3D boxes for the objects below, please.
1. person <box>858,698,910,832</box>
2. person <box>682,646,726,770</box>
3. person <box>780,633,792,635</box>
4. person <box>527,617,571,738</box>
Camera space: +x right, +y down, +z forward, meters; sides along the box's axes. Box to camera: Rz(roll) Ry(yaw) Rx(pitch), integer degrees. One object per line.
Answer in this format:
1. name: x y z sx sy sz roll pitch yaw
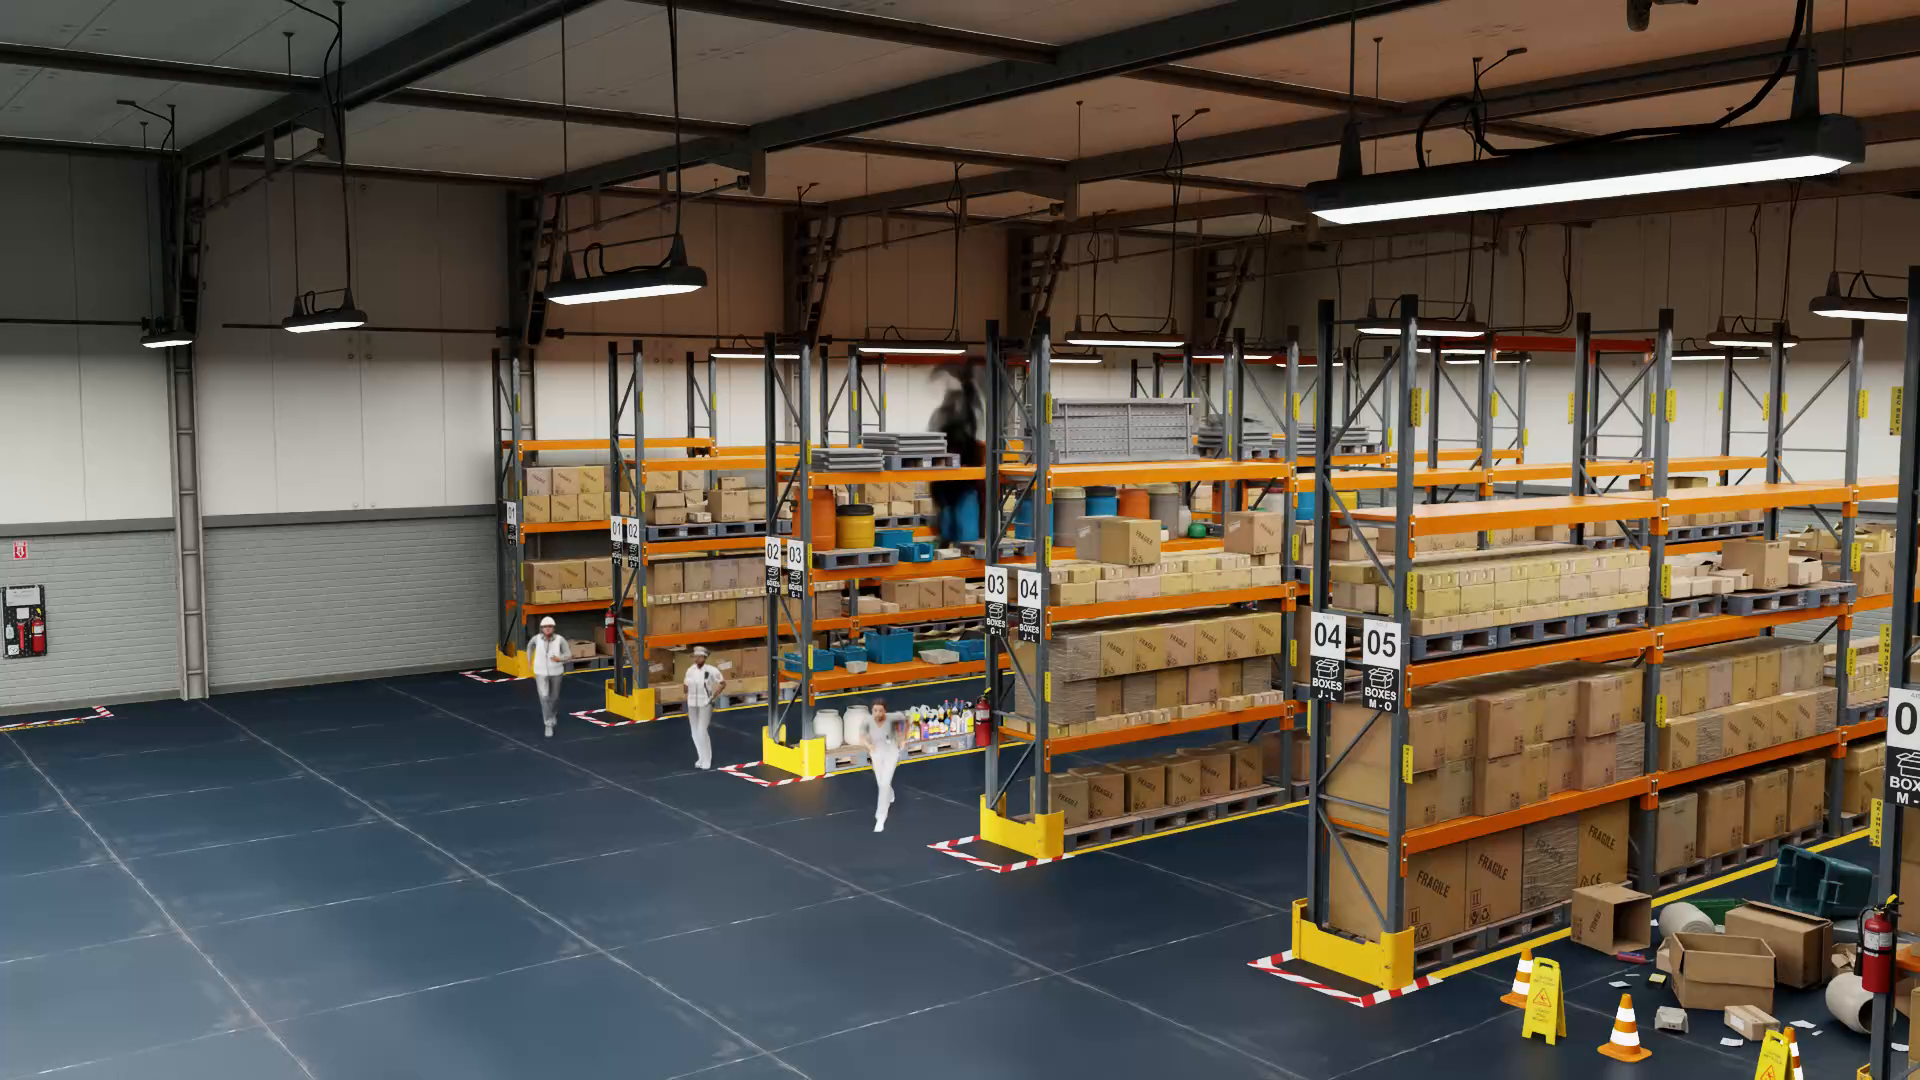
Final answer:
1. person: -0.895 2.640 20.047 0.606 1.625 0.957 1 5 6
2. person: -3.583 2.326 22.942 0.579 1.738 0.610 2 5 17
3. person: -3.188 1.650 30.915 0.506 1.592 0.662 4 6 39
4. person: -6.270 2.058 25.393 0.678 1.812 0.952 -1 5 -11
